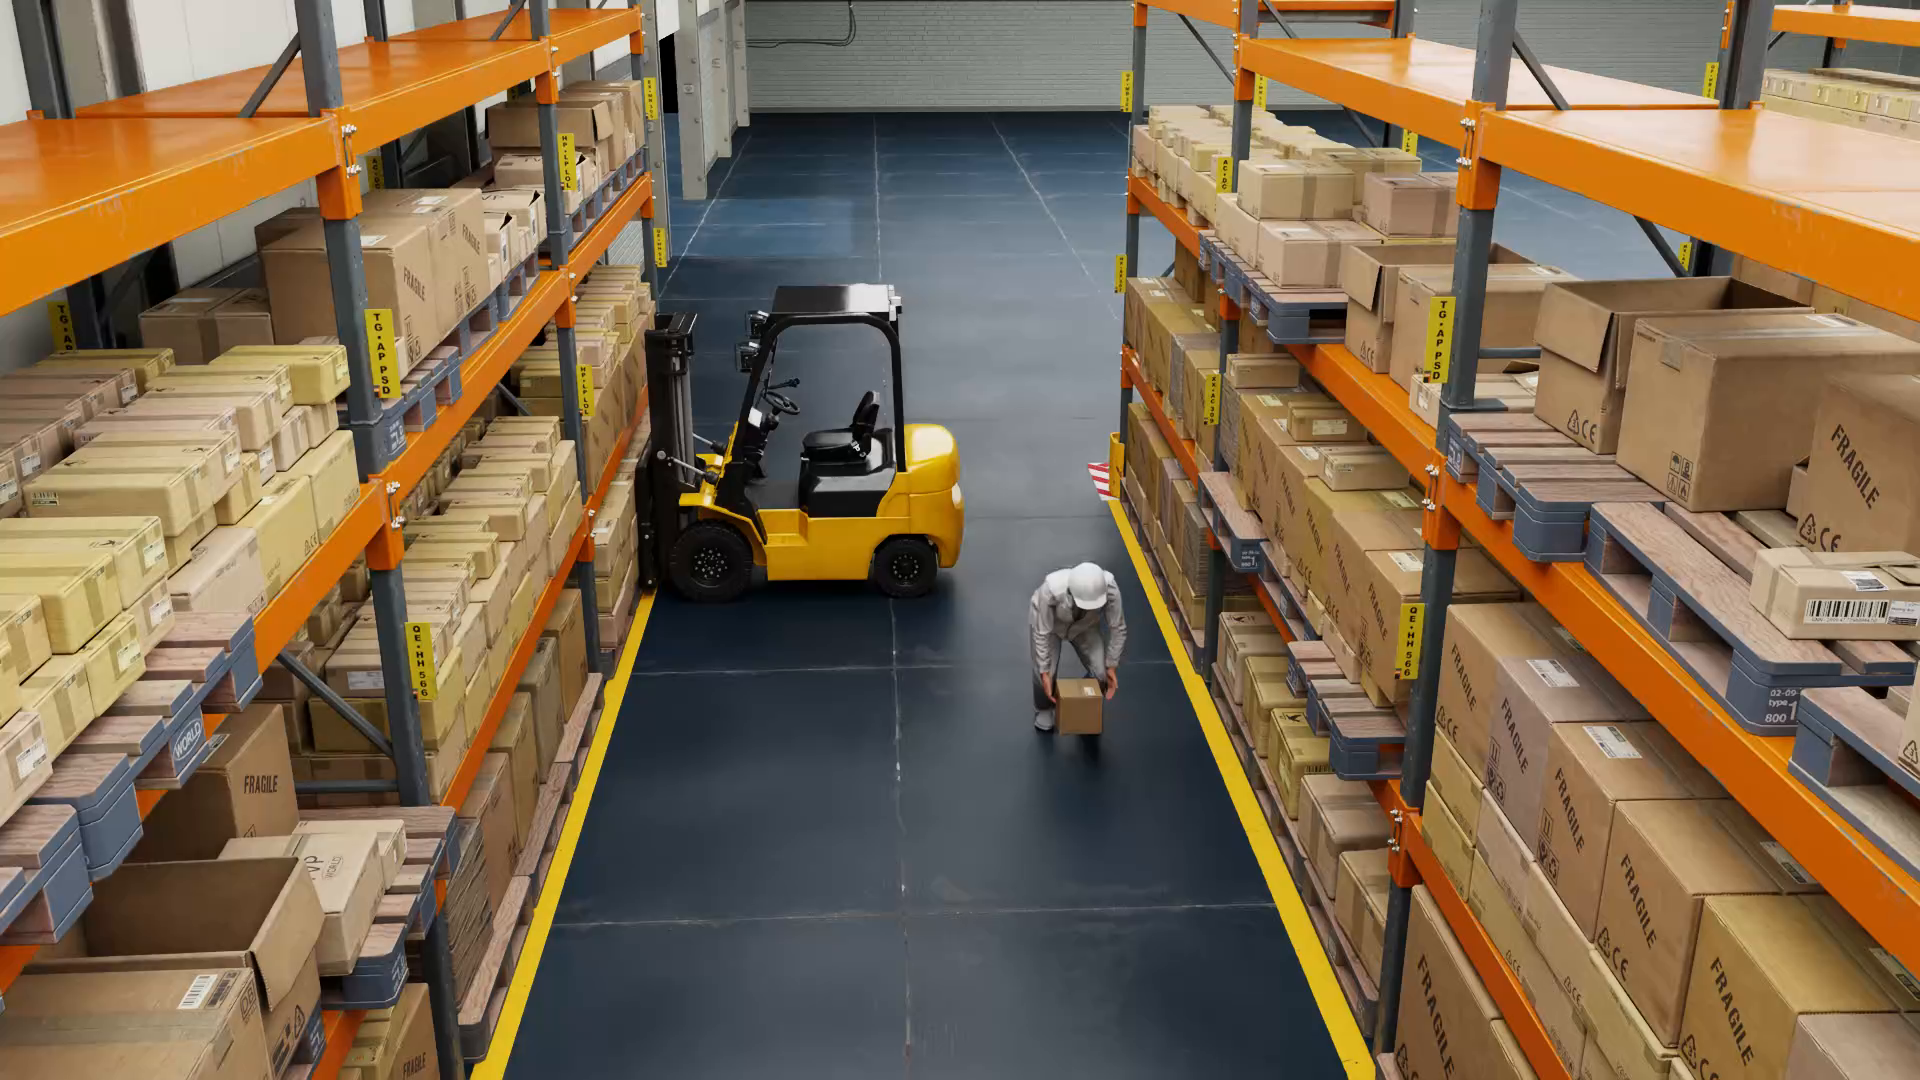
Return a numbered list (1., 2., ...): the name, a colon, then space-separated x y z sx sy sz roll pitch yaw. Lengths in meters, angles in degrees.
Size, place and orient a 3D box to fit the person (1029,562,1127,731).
1. person: 0.715 0.603 10.203 0.575 1.222 0.843 -1 20 -4
